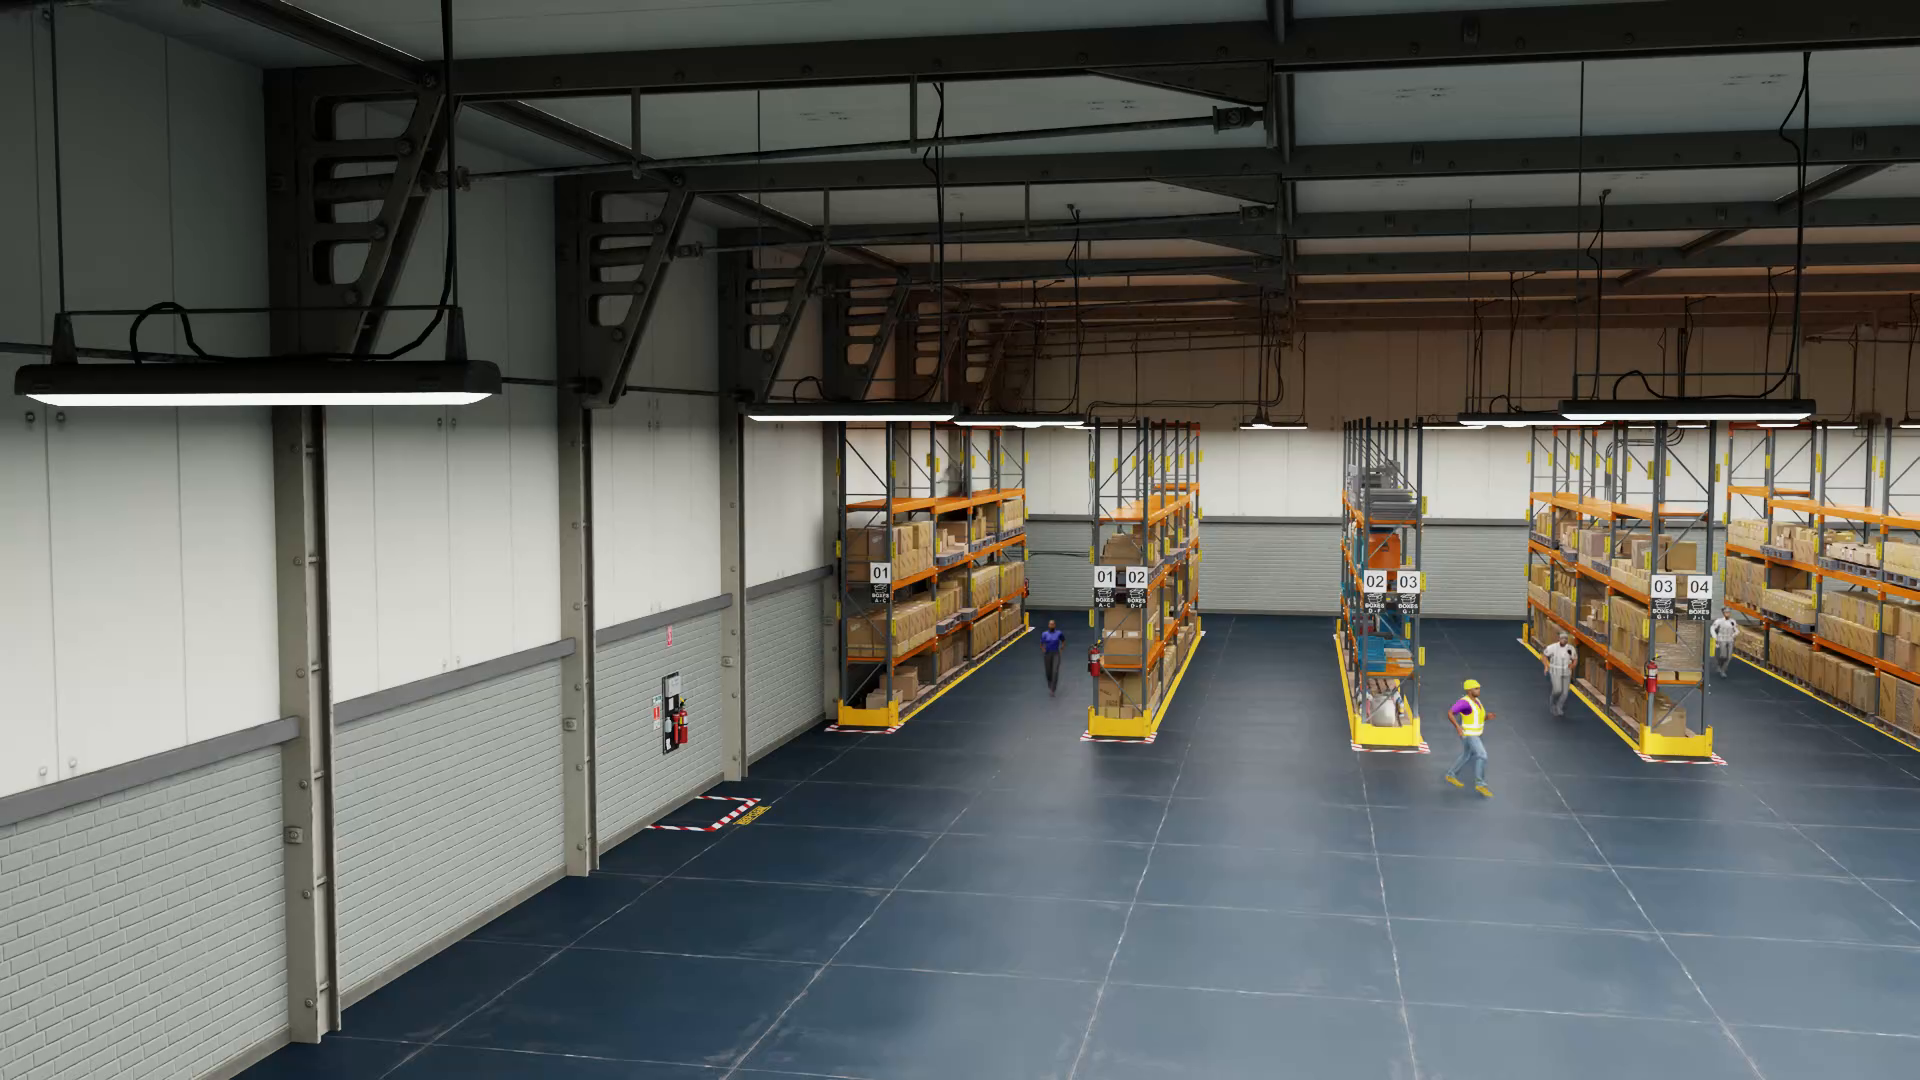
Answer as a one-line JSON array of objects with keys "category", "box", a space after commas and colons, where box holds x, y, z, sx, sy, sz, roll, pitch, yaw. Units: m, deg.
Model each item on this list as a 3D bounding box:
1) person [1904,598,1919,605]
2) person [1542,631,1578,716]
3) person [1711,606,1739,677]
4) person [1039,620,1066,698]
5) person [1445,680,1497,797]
[{"category": "person", "box": [25.453, 1.989, 44.503, 0.690, 1.719, 0.710, 2, 4, 34]}, {"category": "person", "box": [12.068, 2.677, 33.380, 0.637, 1.738, 0.741, 0, 4, 5]}, {"category": "person", "box": [17.858, 2.374, 38.774, 0.587, 1.652, 0.548, 0, 4, 7]}, {"category": "person", "box": [2.013, 2.561, 36.256, 0.579, 1.659, 0.802, 0, 4, 4]}, {"category": "person", "box": [8.095, 3.121, 26.372, 0.807, 1.821, 0.677, 2, 4, 32]}]
